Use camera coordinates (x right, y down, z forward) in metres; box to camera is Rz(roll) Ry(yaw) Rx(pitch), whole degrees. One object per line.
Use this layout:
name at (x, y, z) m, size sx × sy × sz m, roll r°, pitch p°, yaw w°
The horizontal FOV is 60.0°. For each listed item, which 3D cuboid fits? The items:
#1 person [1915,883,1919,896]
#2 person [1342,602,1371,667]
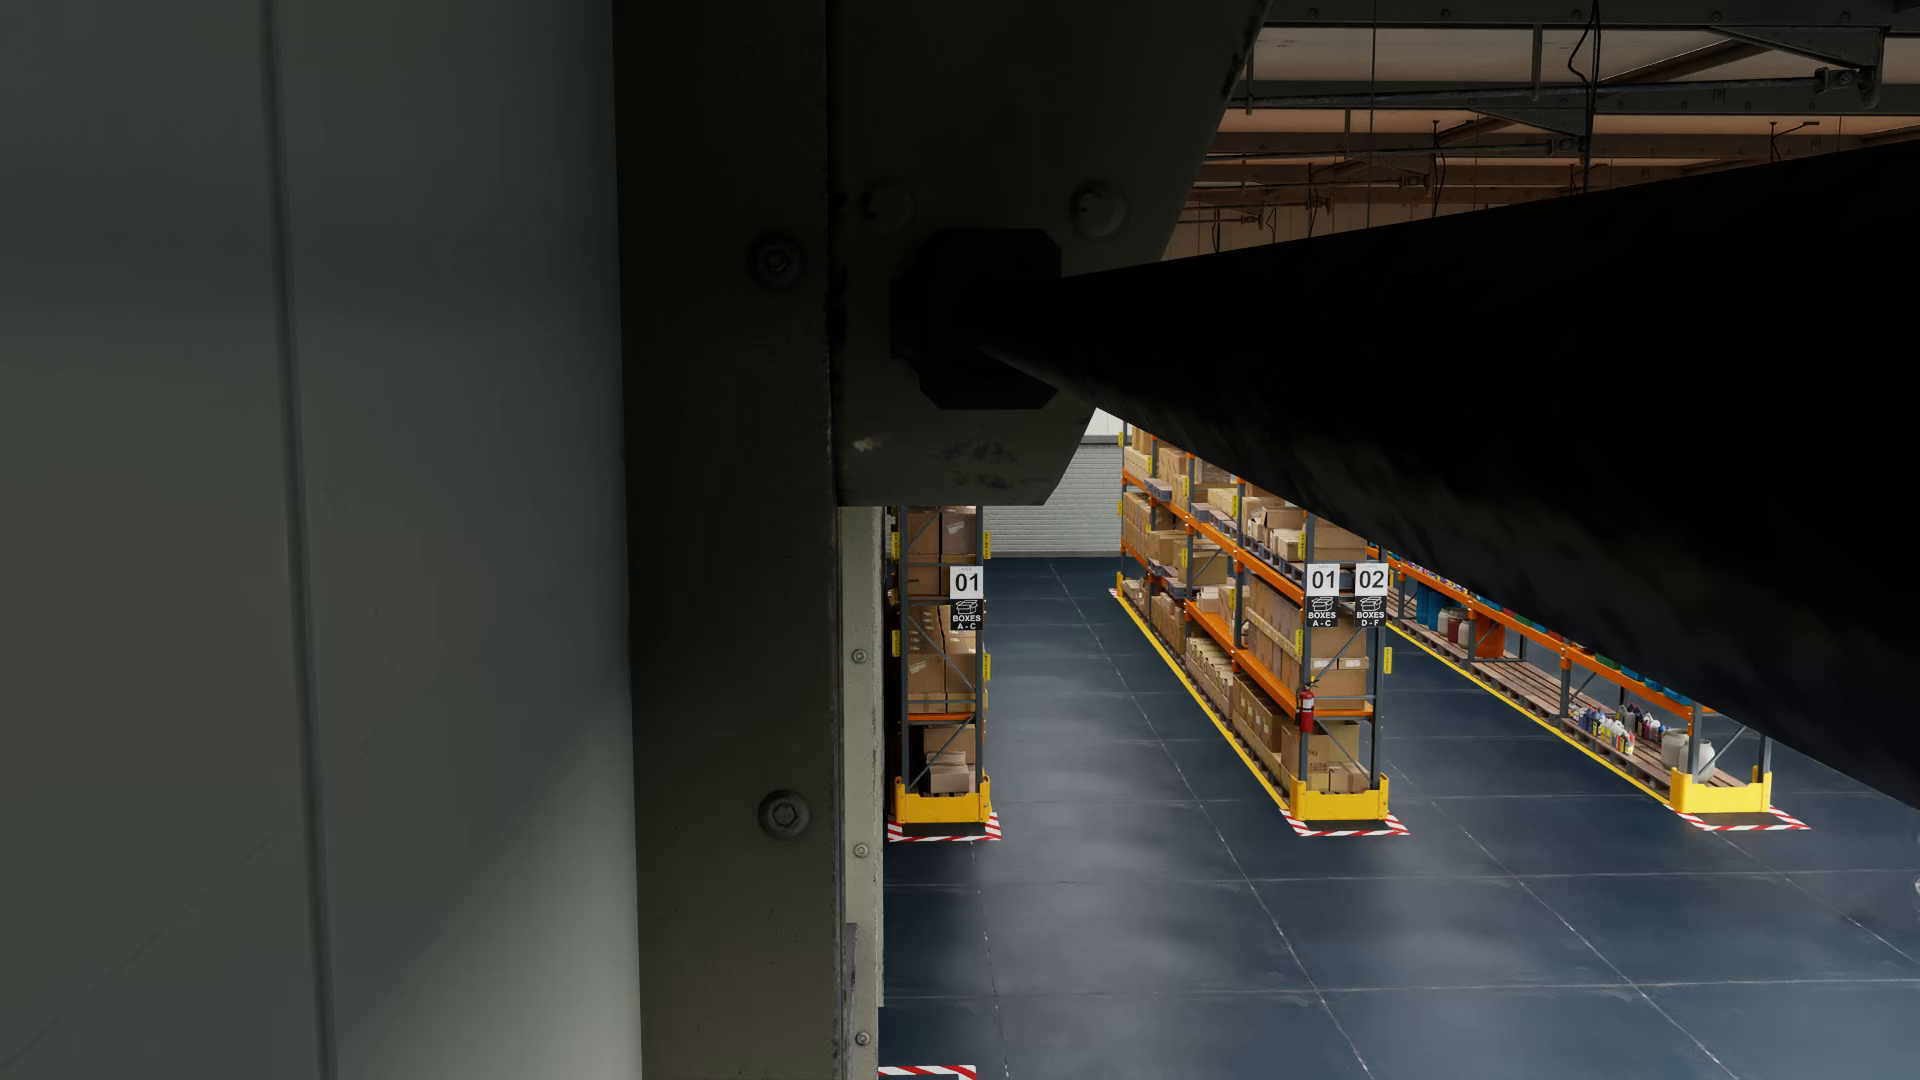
person at (10.083, 3.137, 16.843) m, size 0.633 × 1.732 × 0.645 m, roll 4°, pitch 9°, yaw 23°
person at (6.960, 1.303, 29.362) m, size 0.630 × 1.767 × 0.906 m, roll -3°, pitch 8°, yaw -18°
